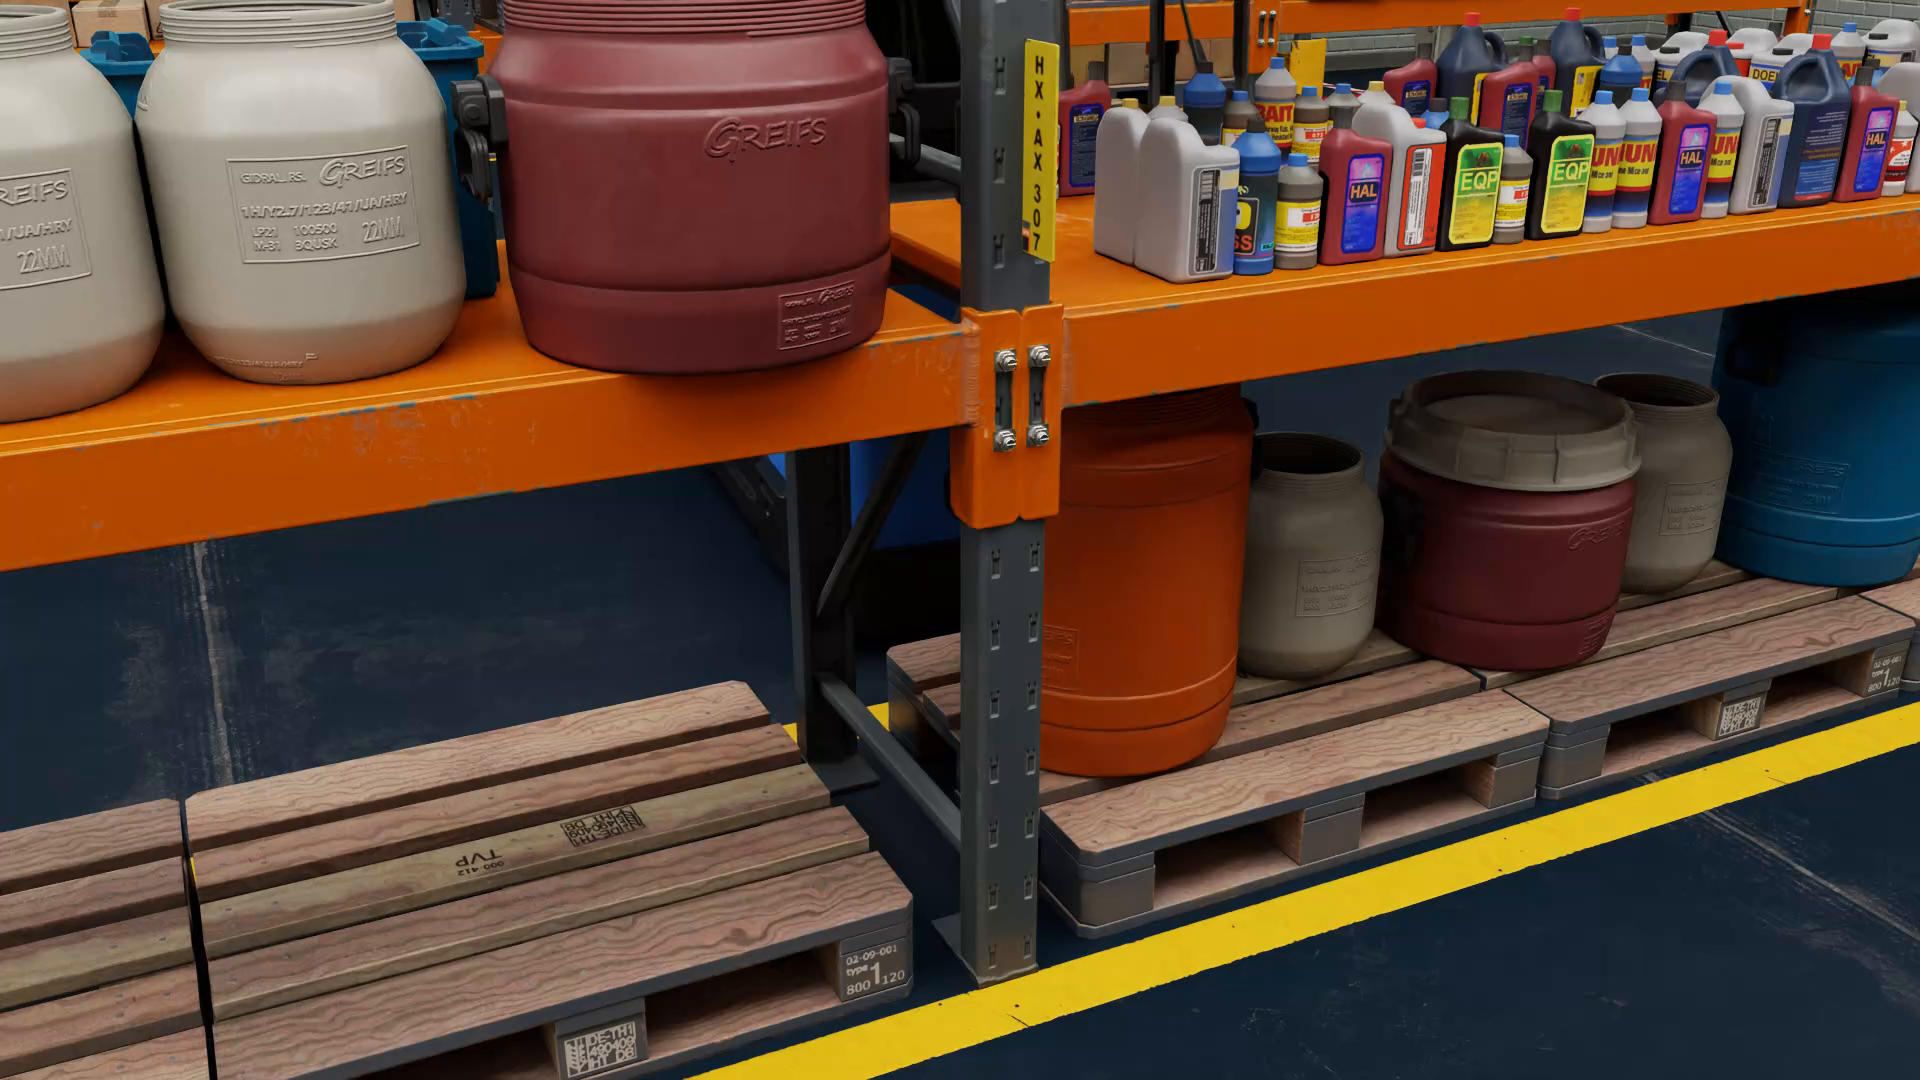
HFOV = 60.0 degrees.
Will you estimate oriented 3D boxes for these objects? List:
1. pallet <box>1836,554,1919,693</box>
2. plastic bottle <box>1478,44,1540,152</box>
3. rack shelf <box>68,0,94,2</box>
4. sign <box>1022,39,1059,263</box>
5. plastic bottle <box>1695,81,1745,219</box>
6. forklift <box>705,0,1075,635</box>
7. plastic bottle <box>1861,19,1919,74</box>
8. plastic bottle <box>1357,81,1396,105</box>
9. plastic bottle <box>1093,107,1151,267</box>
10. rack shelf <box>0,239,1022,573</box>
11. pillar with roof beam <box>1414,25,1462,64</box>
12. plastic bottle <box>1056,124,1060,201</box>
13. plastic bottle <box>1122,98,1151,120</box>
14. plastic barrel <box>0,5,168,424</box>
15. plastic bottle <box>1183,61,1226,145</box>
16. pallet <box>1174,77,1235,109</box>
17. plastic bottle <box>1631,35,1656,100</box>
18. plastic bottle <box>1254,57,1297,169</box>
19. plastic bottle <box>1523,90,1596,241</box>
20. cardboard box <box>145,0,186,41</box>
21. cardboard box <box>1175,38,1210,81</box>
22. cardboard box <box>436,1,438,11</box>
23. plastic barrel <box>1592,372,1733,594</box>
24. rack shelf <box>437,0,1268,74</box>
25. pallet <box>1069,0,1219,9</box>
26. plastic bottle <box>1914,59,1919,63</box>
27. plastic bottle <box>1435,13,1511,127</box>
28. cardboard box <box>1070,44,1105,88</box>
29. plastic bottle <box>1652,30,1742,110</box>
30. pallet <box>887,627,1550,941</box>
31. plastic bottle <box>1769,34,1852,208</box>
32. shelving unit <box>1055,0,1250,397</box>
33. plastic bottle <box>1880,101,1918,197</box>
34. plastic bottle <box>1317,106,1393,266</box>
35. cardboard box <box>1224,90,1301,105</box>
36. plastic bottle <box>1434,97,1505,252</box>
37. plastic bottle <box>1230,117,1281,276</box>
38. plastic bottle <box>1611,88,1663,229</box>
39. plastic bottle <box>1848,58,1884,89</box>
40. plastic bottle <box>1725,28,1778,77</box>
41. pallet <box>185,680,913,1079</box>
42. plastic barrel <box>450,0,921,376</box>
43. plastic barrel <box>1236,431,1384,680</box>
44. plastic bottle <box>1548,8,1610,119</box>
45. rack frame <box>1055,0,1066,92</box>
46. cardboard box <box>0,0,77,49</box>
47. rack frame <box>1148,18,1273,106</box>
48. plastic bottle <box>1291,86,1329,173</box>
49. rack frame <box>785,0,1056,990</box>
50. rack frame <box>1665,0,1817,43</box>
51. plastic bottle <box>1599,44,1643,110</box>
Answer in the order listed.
[{"bbox_3d":[2.769,0.029,4.904,1.213,0.211,1.003,-10,25,-24],"label":"pallet"},{"bbox_3d":[1.316,-1.041,3.994,0.133,0.283,0.061,-10,25,-24],"label":"plastic bottle"},{"bbox_3d":[-6.221,-3.460,10.627,4.000,0.370,1.077,-10,25,-24],"label":"rack shelf"},{"bbox_3d":[0.123,-0.597,2.556,0.005,0.325,0.100,-10,25,-24],"label":"sign"},{"bbox_3d":[1.565,-0.812,3.458,0.097,0.271,0.097,0,22,0],"label":"plastic bottle"},{"bbox_3d":[-0.346,-1.634,5.365,1.130,2.935,3.031,-8,24,-19],"label":"forklift"},{"bbox_3d":[2.570,-1.310,4.654,0.135,0.276,0.152,-10,25,-24],"label":"plastic bottle"},{"bbox_3d":[0.991,-0.996,3.995,0.097,0.201,0.097,0,22,0],"label":"plastic bottle"},{"bbox_3d":[0.342,-0.665,3.097,0.135,0.276,0.152,-10,25,-24],"label":"plastic bottle"},{"bbox_3d":[-1.924,-0.046,2.379,4.000,0.370,1.077,-10,25,-24],"label":"rack shelf"},{"bbox_3d":[6.715,-7.485,11.567,0.400,9.000,9.100,-10,25,-24],"label":"pillar with roof beam"},{"bbox_3d":[0.169,-0.845,3.629,0.097,0.201,0.097,0,22,0],"label":"plastic bottle"},{"bbox_3d":[0.377,-0.883,3.721,0.097,0.201,0.097,0,22,0],"label":"plastic bottle"},{"bbox_3d":[-1.336,-0.447,2.262,0.421,0.512,0.421,0,22,0],"label":"plastic barrel"},{"bbox_3d":[0.553,-0.948,3.786,0.097,0.271,0.097,0,22,0],"label":"plastic bottle"},{"bbox_3d":[2.103,-4.003,14.644,1.213,0.211,1.003,-10,25,-24],"label":"pallet"},{"bbox_3d":[1.740,-1.166,4.314,0.097,0.271,0.097,0,22,0],"label":"plastic bottle"},{"bbox_3d":[0.728,-0.980,3.864,0.097,0.271,0.097,0,22,0],"label":"plastic bottle"},{"bbox_3d":[1.174,-0.738,3.263,0.133,0.283,0.061,-10,25,-24],"label":"plastic bottle"},{"bbox_3d":[-3.157,-2.295,6.988,0.500,0.311,0.500,-11,25,-24],"label":"cardboard box"},{"bbox_3d":[1.752,-4.256,14.330,0.500,0.500,0.700,-11,25,-24],"label":"cardboard box"},{"bbox_3d":[-3.699,-3.401,11.807,0.750,0.750,0.750,-11,25,-24],"label":"cardboard box"},{"bbox_3d":[1.799,-0.153,4.402,0.421,0.512,0.421,0,22,0],"label":"plastic barrel"},{"bbox_3d":[-0.465,-2.417,8.107,4.000,0.370,1.077,-10,25,-24],"label":"rack shelf"},{"bbox_3d":[0.570,-2.897,8.578,1.213,0.211,1.003,-10,25,-24],"label":"pallet"},{"bbox_3d":[2.641,-1.235,4.572,0.097,0.201,0.097,0,22,0],"label":"plastic bottle"},{"bbox_3d":[1.249,-1.103,4.056,0.185,0.351,0.144,-10,25,-24],"label":"plastic bottle"},{"bbox_3d":[0.821,-4.082,13.908,0.500,0.500,0.700,-10,24,-22],"label":"cardboard box"},{"bbox_3d":[1.616,-0.933,3.646,0.185,0.351,0.144,-10,25,-24],"label":"plastic bottle"},{"bbox_3d":[0.570,0.434,3.927,1.213,0.211,1.003,-10,25,-24],"label":"pallet"},{"bbox_3d":[1.803,-0.902,3.573,0.185,0.351,0.144,-10,25,-24],"label":"plastic bottle"},{"bbox_3d":[0.386,-0.716,4.154,0.503,2.100,0.431,-13,25,-23],"label":"shelving unit"},{"bbox_3d":[2.061,-0.871,3.692,0.097,0.201,0.097,0,22,0],"label":"plastic bottle"},{"bbox_3d":[0.724,-0.655,3.063,0.133,0.283,0.061,-10,25,-24],"label":"plastic bottle"},{"bbox_3d":[1.728,-2.321,9.629,0.500,0.500,0.500,-10,25,-24],"label":"cardboard box"},{"bbox_3d":[0.966,-0.699,3.170,0.133,0.283,0.061,-10,25,-24],"label":"plastic bottle"},{"bbox_3d":[0.525,-0.620,2.995,0.097,0.271,0.097,0,22,0],"label":"plastic bottle"},{"bbox_3d":[1.357,-0.774,3.366,0.097,0.271,0.097,0,22,0],"label":"plastic bottle"},{"bbox_3d":[2.083,-0.972,3.844,0.097,0.271,0.097,0,22,0],"label":"plastic bottle"},{"bbox_3d":[2.066,-1.217,4.430,0.135,0.276,0.152,-10,25,-24],"label":"plastic bottle"},{"bbox_3d":[-0.837,0.694,3.298,1.213,0.211,1.003,-10,25,-24],"label":"pallet"},{"bbox_3d":[-0.409,-0.591,2.578,0.708,0.536,0.600,-10,25,-24],"label":"plastic barrel"},{"bbox_3d":[0.782,0.034,3.949,0.421,0.512,0.421,0,22,0],"label":"plastic barrel"},{"bbox_3d":[1.536,-1.155,4.184,0.185,0.351,0.144,-10,25,-24],"label":"plastic bottle"},{"bbox_3d":[0.167,-0.665,4.059,0.015,2.100,0.400,-13,25,-23],"label":"rack frame"},{"bbox_3d":[-3.772,-2.180,6.463,0.500,0.500,0.500,-12,25,-26],"label":"cardboard box"},{"bbox_3d":[1.337,-3.081,8.771,0.127,3.000,1.000,-10,25,-24],"label":"rack frame"},{"bbox_3d":[0.816,-0.964,3.917,0.097,0.201,0.097,0,22,0],"label":"plastic bottle"},{"bbox_3d":[-0.122,-0.710,3.043,0.127,3.000,1.000,-10,25,-24],"label":"rack frame"},{"bbox_3d":[4.942,-3.744,10.374,0.127,3.000,1.000,-10,25,-24],"label":"rack frame"},{"bbox_3d":[1.627,-1.084,4.116,0.097,0.271,0.097,0,22,0],"label":"plastic bottle"}]
